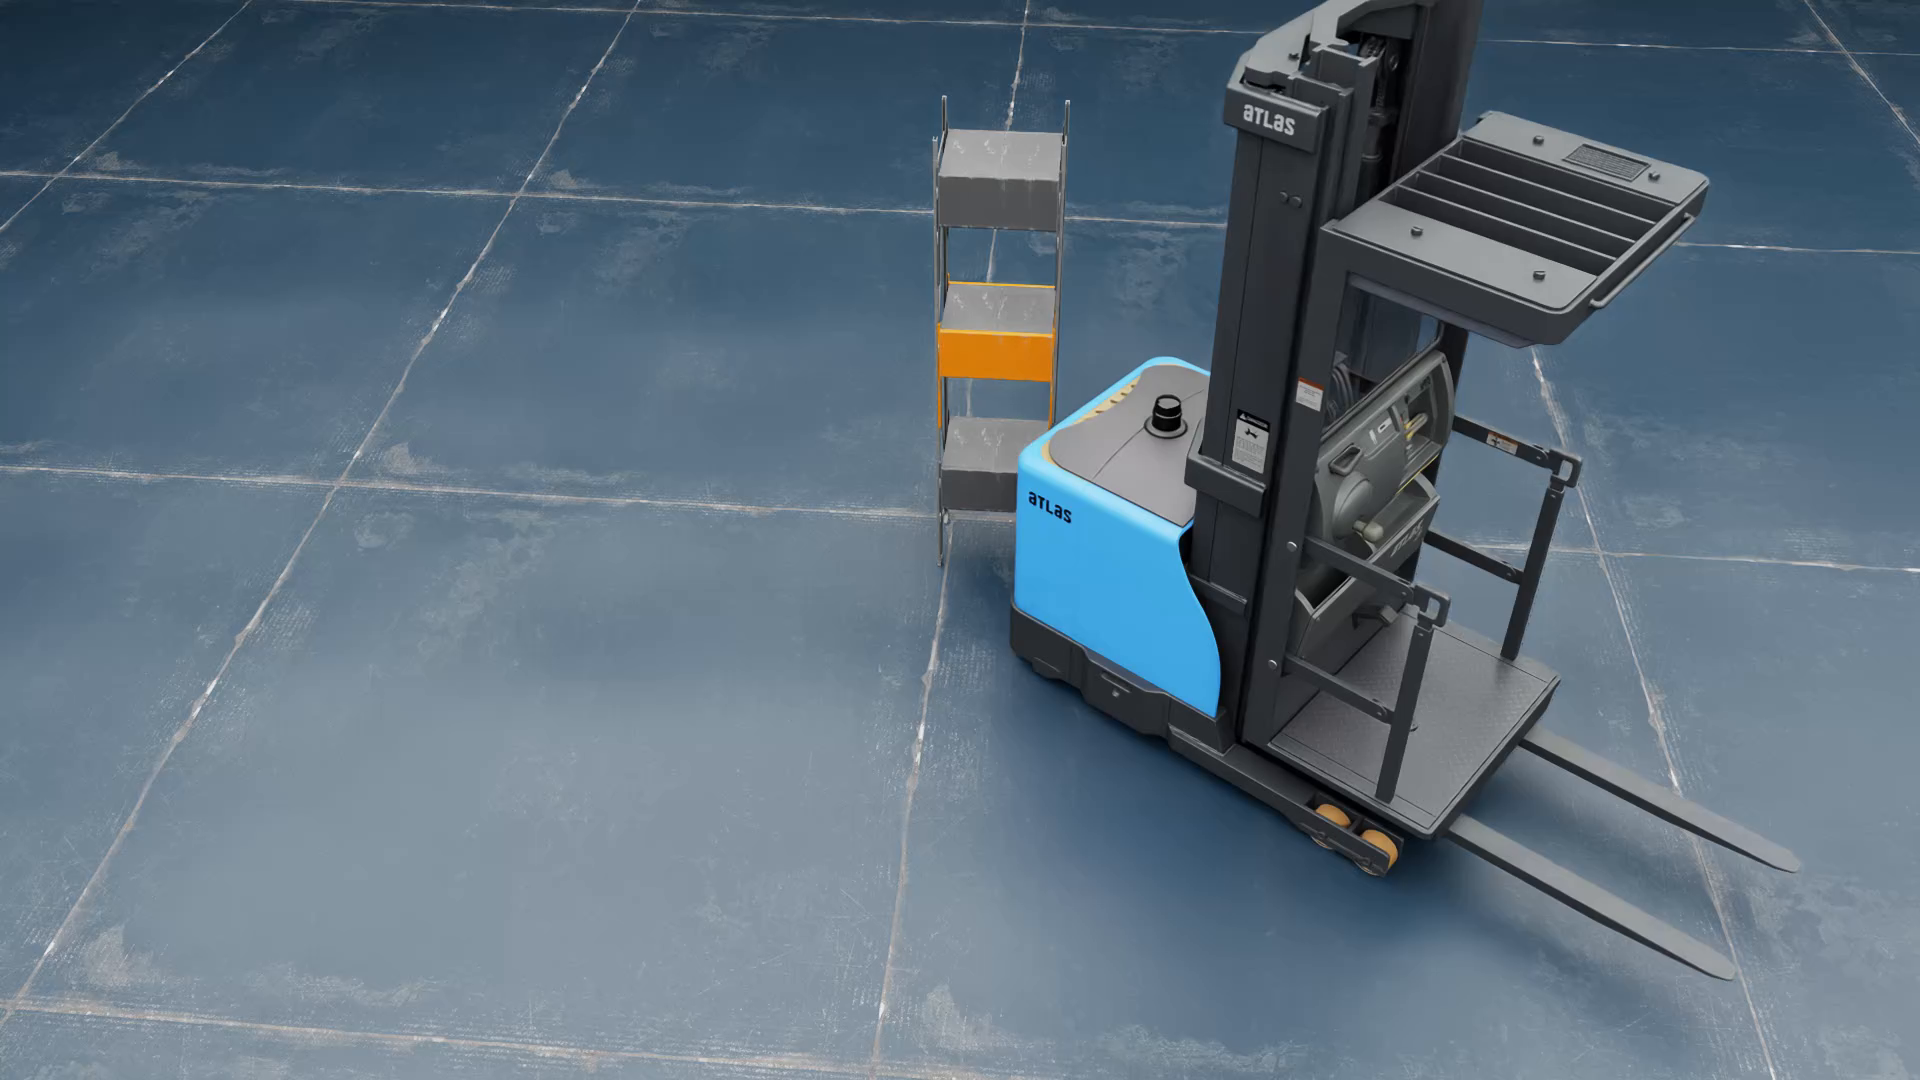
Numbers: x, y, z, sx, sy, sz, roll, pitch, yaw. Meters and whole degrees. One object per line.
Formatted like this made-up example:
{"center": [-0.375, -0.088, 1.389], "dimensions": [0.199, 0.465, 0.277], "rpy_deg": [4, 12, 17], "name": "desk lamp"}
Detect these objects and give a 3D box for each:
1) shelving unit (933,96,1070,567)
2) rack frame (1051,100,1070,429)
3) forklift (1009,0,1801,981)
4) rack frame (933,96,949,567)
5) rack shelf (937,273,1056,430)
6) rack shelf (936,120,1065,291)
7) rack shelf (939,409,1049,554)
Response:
{"center": [0.165, -0.805, 7.076], "dimensions": [0.503, 2.100, 0.431], "rpy_deg": [3, 39, 4], "name": "shelving unit"}
{"center": [0.408, -0.792, 7.060], "dimensions": [0.015, 2.100, 0.400], "rpy_deg": [3, 39, 4], "name": "rack frame"}
{"center": [1.657, -0.267, 5.756], "dimensions": [3.031, 2.935, 1.130], "rpy_deg": [28, 47, 30], "name": "forklift"}
{"center": [-0.078, -0.819, 7.092], "dimensions": [0.015, 2.100, 0.400], "rpy_deg": [3, 39, 4], "name": "rack frame"}
{"center": [0.165, -0.795, 7.085], "dimensions": [0.480, 0.518, 0.431], "rpy_deg": [3, 39, 4], "name": "rack shelf"}
{"center": [0.165, -1.338, 6.643], "dimensions": [0.480, 0.518, 0.431], "rpy_deg": [3, 39, 4], "name": "rack shelf"}
{"center": [0.165, -0.252, 7.527], "dimensions": [0.480, 0.518, 0.431], "rpy_deg": [3, 39, 4], "name": "rack shelf"}
